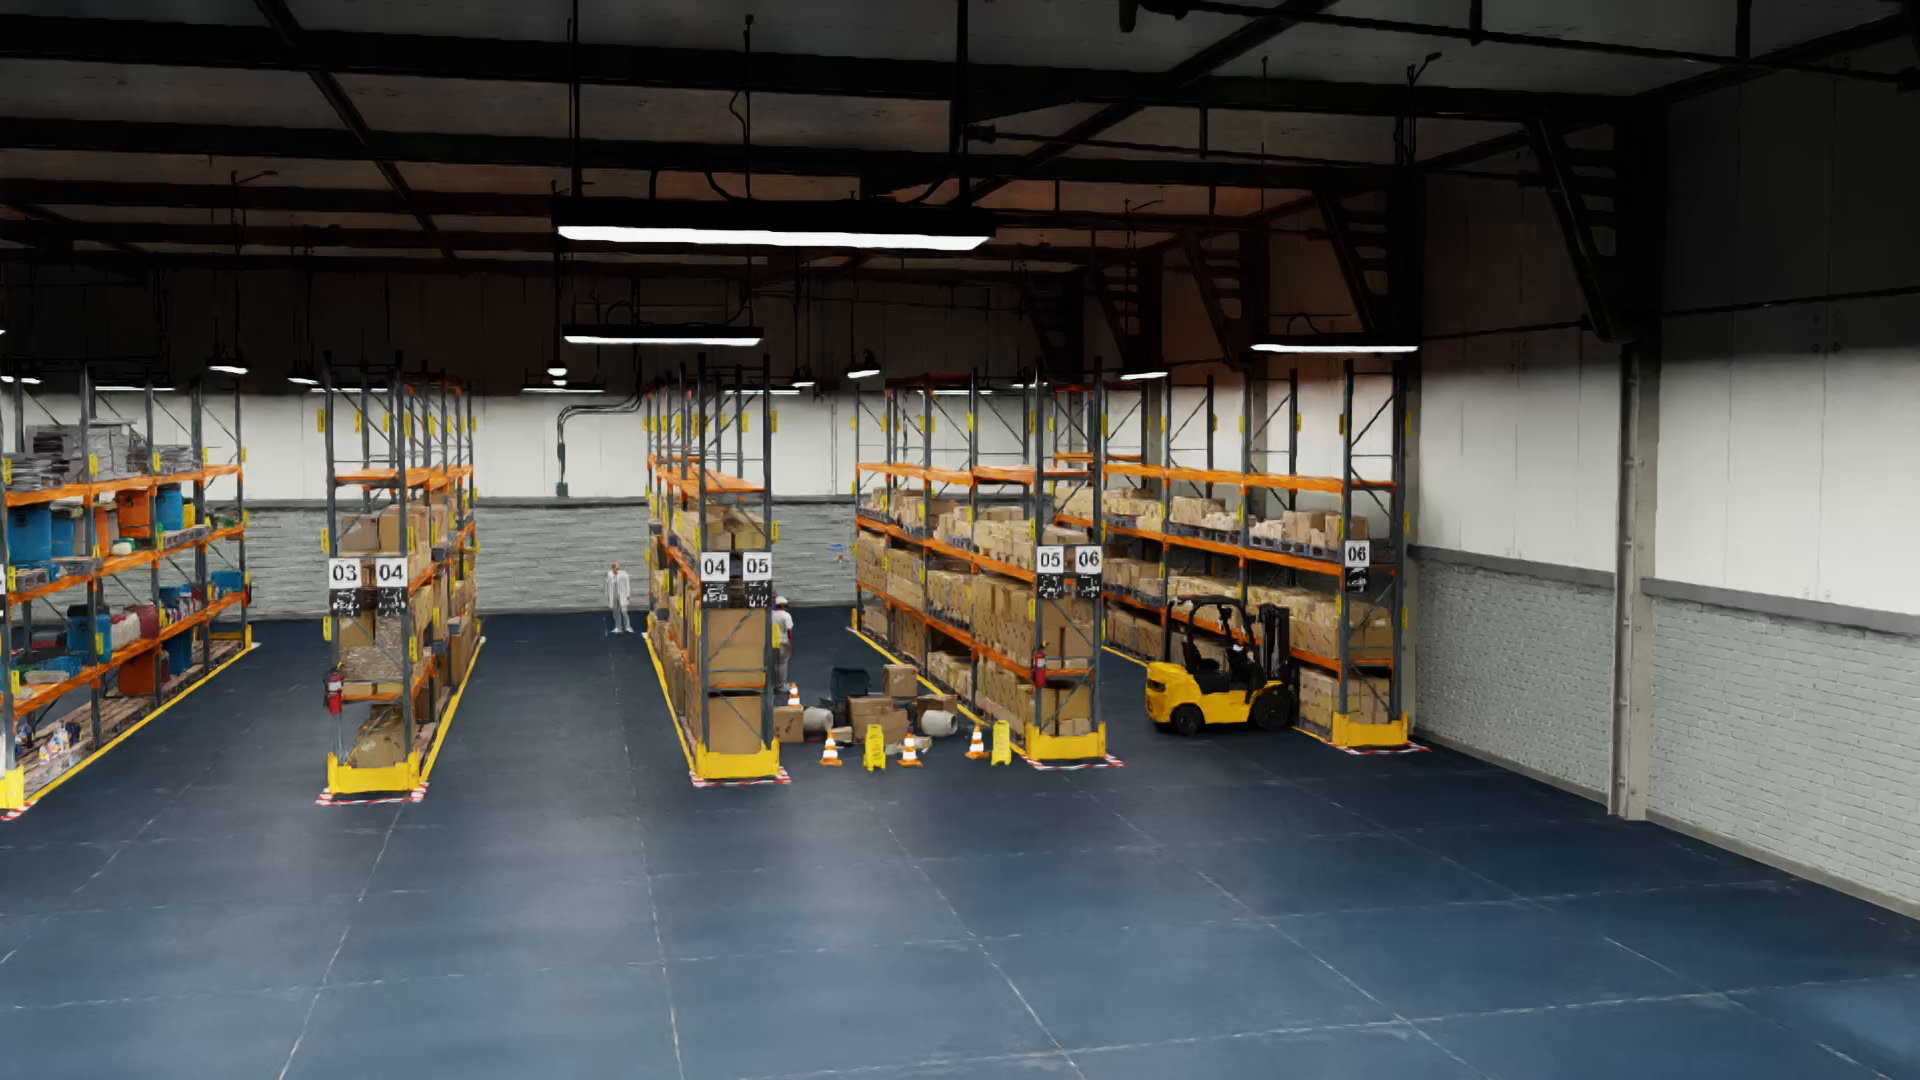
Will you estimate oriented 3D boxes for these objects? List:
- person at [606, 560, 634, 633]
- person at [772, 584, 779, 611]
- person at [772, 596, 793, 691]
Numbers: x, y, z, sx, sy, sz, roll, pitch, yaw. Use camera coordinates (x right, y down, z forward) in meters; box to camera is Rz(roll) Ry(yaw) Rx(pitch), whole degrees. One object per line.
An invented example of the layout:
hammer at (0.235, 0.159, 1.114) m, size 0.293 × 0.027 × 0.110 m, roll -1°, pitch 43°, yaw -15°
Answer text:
person at (-8.186, 1.348, 39.853) m, size 0.644 × 1.766 × 0.521 m, roll 1°, pitch 4°, yaw 9°
person at (-4.299, 1.577, 37.279) m, size 0.552 × 1.642 × 0.583 m, roll 1°, pitch 4°, yaw 14°
person at (-3.318, 1.927, 31.263) m, size 0.447 × 1.771 × 0.632 m, roll -4°, pitch 6°, yaw -44°
